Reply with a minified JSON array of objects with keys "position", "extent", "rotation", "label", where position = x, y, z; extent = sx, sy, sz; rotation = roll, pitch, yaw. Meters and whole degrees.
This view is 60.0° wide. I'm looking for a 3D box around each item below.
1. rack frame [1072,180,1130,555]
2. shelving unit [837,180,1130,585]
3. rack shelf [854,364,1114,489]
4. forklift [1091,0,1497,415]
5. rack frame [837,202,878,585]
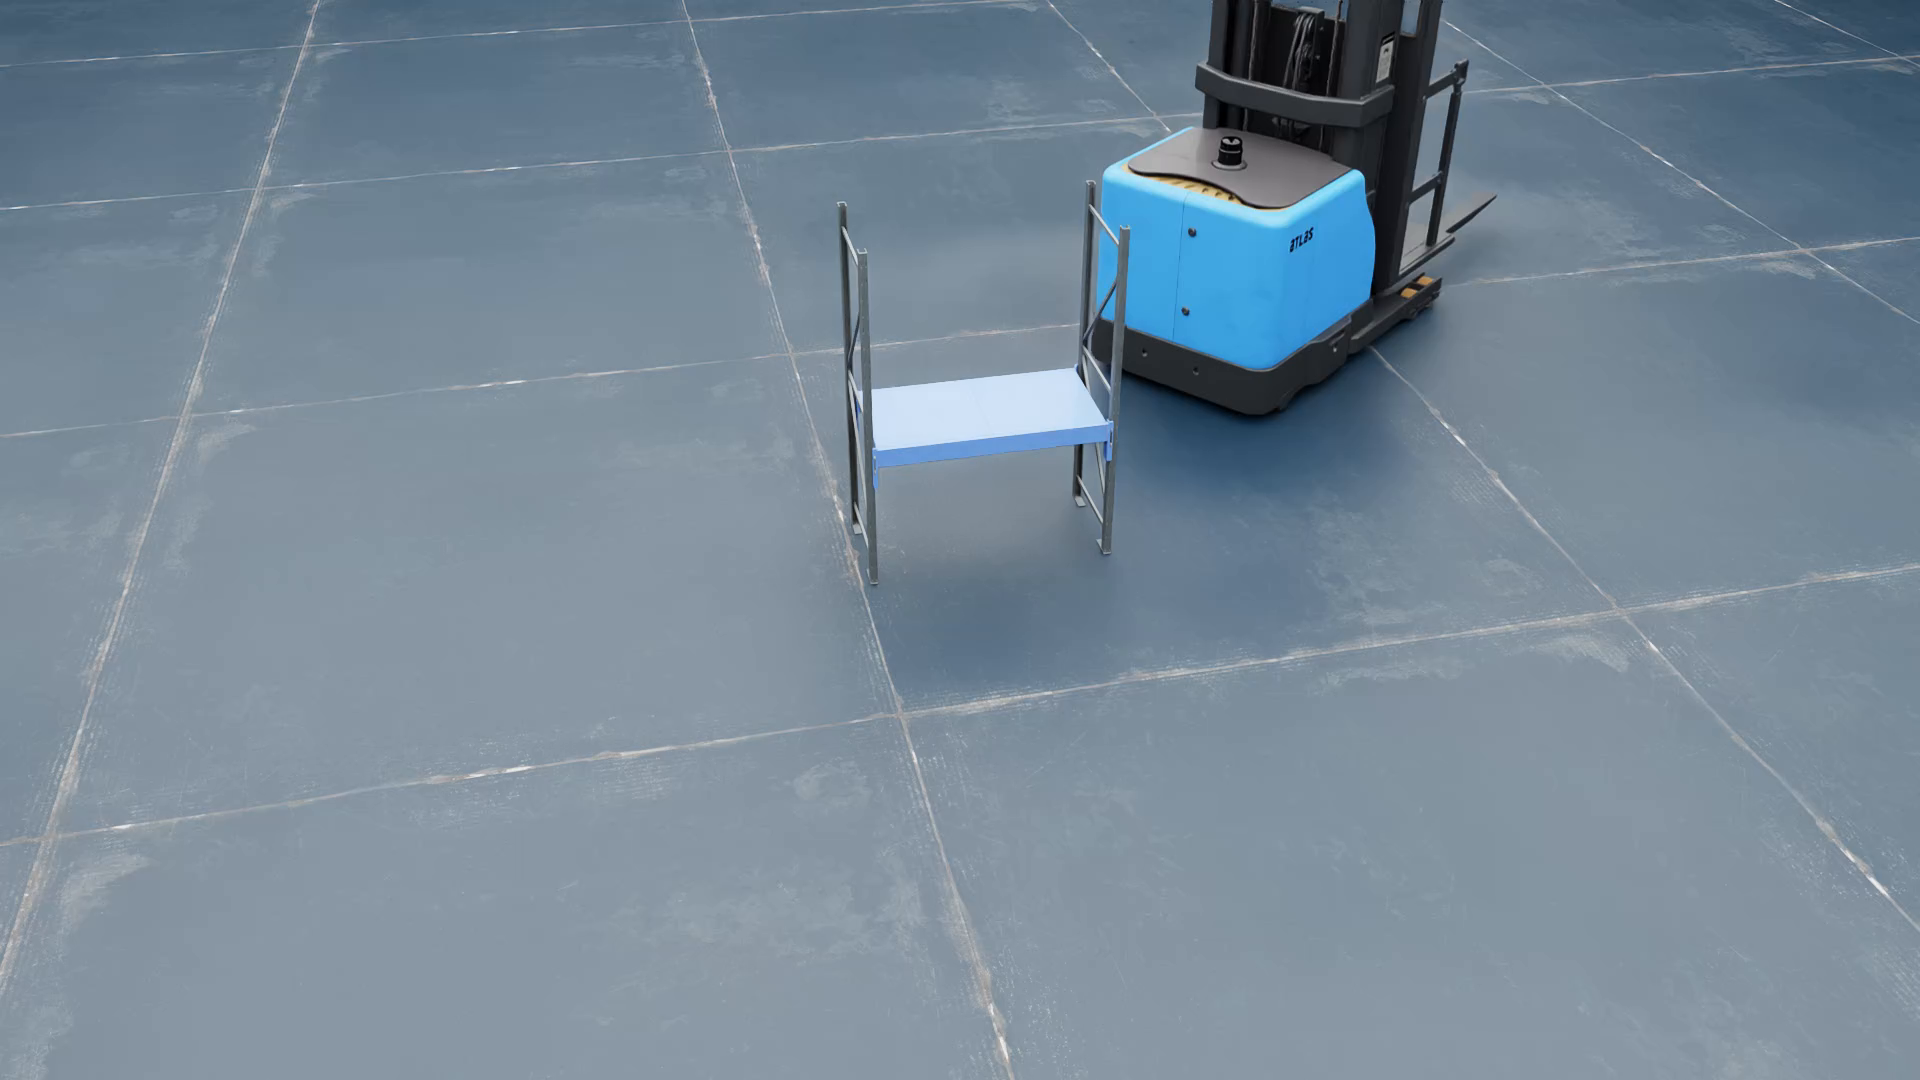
[{"position":[0.579,-0.696,6.941],"extent":[0.032,1.500,0.500],"rotation":[-7,35,-11],"label":"rack frame"},{"position":[0.083,-0.633,6.848],"extent":[1.048,1.500,0.538],"rotation":[-7,35,-11],"label":"shelving unit"},{"position":[0.083,-0.484,6.948],"extent":[1.000,0.185,0.538],"rotation":[-7,35,-11],"label":"rack shelf"},{"position":[1.994,-2.574,8.455],"extent":[1.130,2.935,3.031],"rotation":[25,41,32],"label":"forklift"},{"position":[-0.413,-0.571,6.755],"extent":[0.032,1.500,0.500],"rotation":[-7,35,-11],"label":"rack frame"}]
